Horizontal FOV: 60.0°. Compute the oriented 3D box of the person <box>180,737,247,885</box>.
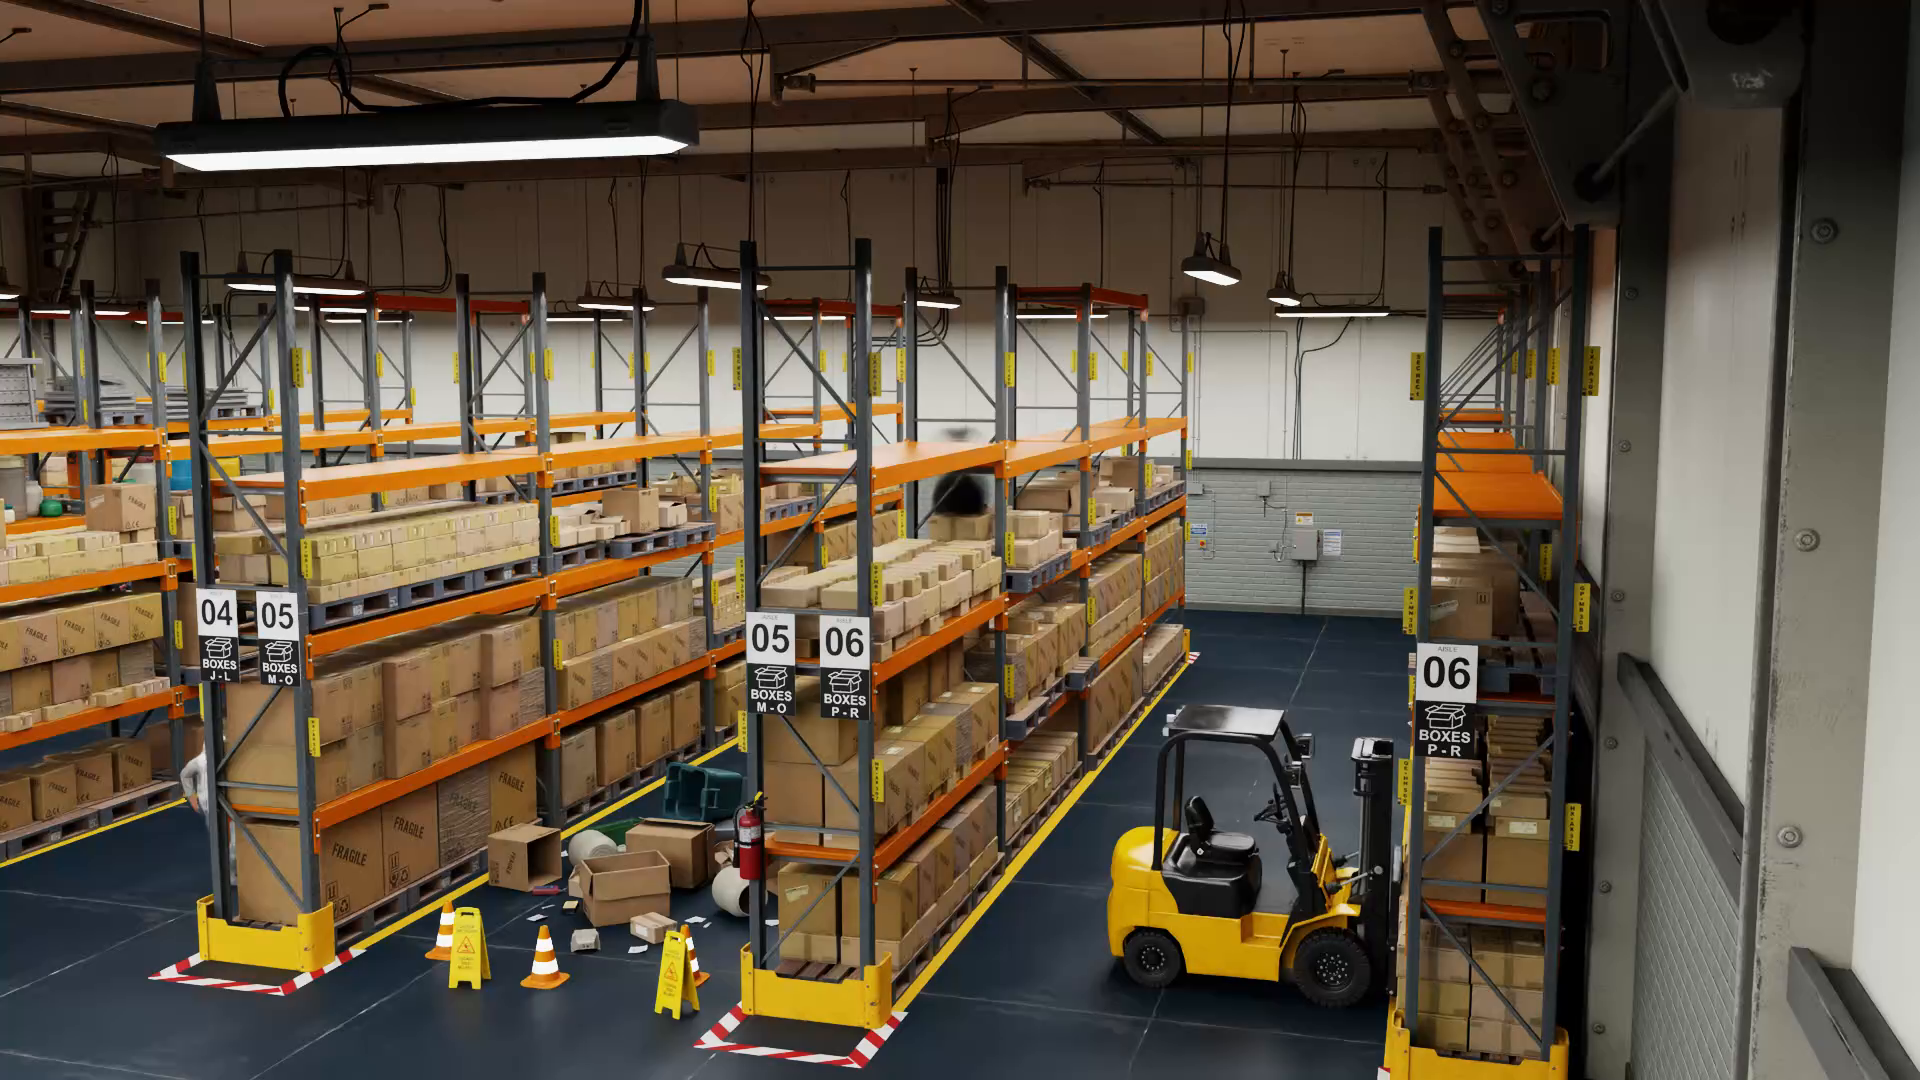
[{"bbox_3d":[-7.175,2.592,16.126,0.677,1.581,0.937,-2,7,-15],"label":"person"}]
